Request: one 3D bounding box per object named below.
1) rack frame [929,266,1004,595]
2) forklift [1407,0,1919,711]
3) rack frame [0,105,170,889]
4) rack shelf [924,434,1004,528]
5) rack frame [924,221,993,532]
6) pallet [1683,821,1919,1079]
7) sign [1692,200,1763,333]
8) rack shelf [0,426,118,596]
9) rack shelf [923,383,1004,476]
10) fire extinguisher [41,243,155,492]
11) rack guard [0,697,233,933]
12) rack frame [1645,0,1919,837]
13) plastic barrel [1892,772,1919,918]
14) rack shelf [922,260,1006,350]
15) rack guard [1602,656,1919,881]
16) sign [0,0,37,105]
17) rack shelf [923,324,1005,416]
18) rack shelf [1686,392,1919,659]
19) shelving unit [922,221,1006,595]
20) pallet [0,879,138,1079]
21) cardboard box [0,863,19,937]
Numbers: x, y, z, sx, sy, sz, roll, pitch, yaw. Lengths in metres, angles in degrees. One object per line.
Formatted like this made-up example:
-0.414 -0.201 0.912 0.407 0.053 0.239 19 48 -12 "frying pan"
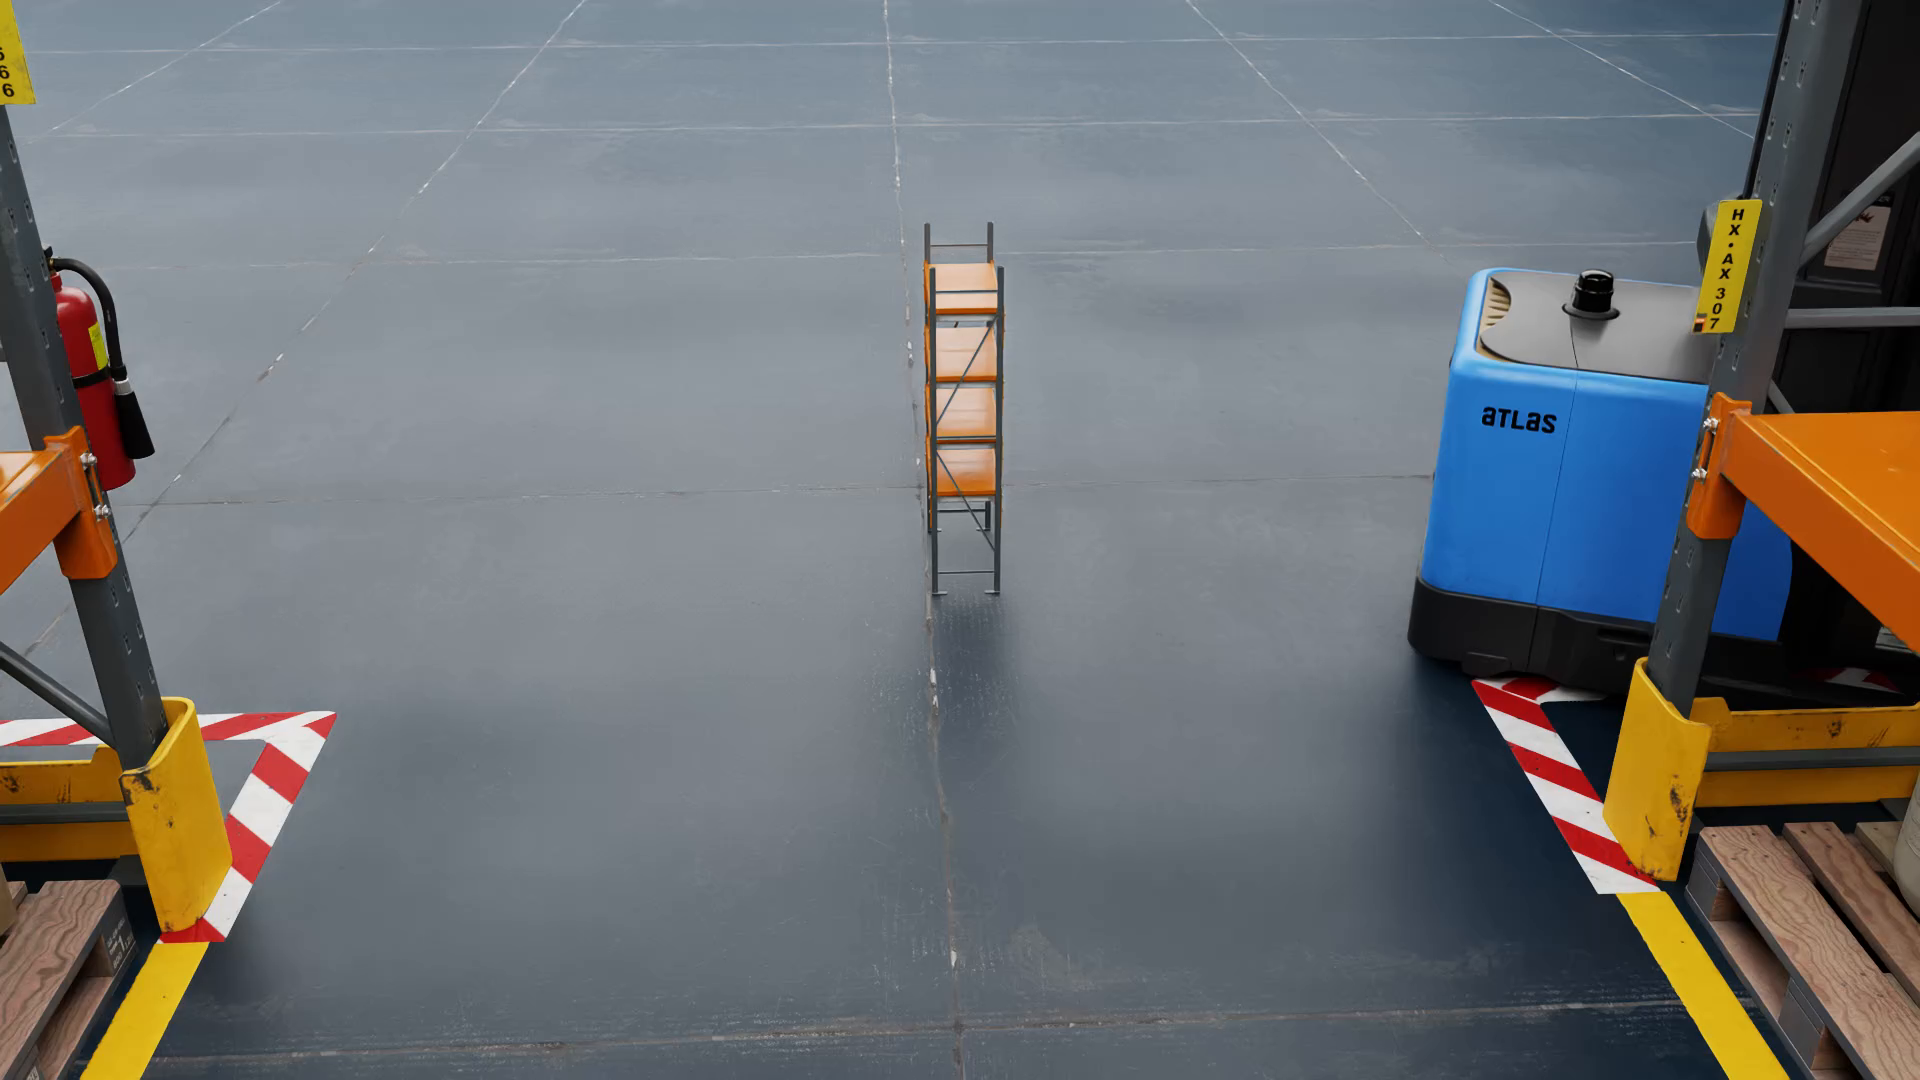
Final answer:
0.021 -0.343 5.610 0.240 1.200 0.015 -1 28 -3 "rack frame"
3.044 -0.874 4.756 3.031 2.935 1.130 9 29 17 "forklift"
-2.576 -0.416 3.804 1.000 3.000 0.127 -1 28 -3 "rack frame"
0.009 -0.220 5.949 0.258 0.148 0.480 -1 28 -3 "rack shelf"
-0.004 -0.568 6.042 0.240 1.200 0.015 -1 28 -3 "rack frame"
2.458 1.110 3.894 1.003 0.211 1.213 -1 28 -3 "pallet"
1.821 -0.647 3.948 0.100 0.325 0.005 -1 28 -3 "sign"
-2.472 0.826 2.200 1.077 0.370 4.000 -1 28 -3 "rack shelf"
0.009 -0.396 5.857 0.258 0.148 0.480 -1 28 -3 "rack shelf"
-2.122 -0.446 3.945 0.296 0.674 0.183 -1 28 -3 "fire extinguisher"
-2.572 0.727 4.315 1.175 0.500 0.348 -1 28 -3 "rack guard"
2.370 -0.536 4.034 1.000 3.000 0.127 -1 28 -3 "rack frame"
2.481 0.683 3.933 0.421 0.512 0.421 0 28 0 "plastic barrel"
0.009 -0.804 5.644 0.258 0.148 0.480 -1 28 -3 "rack shelf"
2.421 0.607 4.547 1.175 0.500 0.348 -1 28 -3 "rack guard"
-2.021 -1.074 3.471 0.100 0.325 0.005 -1 28 -3 "sign"
0.009 -0.594 5.754 0.258 0.148 0.480 -1 28 -3 "rack shelf"
2.475 0.707 2.429 1.077 0.370 4.000 -1 28 -3 "rack shelf"
0.009 -0.456 5.826 0.258 1.200 0.503 -1 28 -3 "shelving unit"
-2.565 1.231 3.661 1.003 0.211 1.213 -1 28 -3 "pallet"
-2.560 0.795 3.732 0.500 0.500 0.500 4 28 7 "cardboard box"
